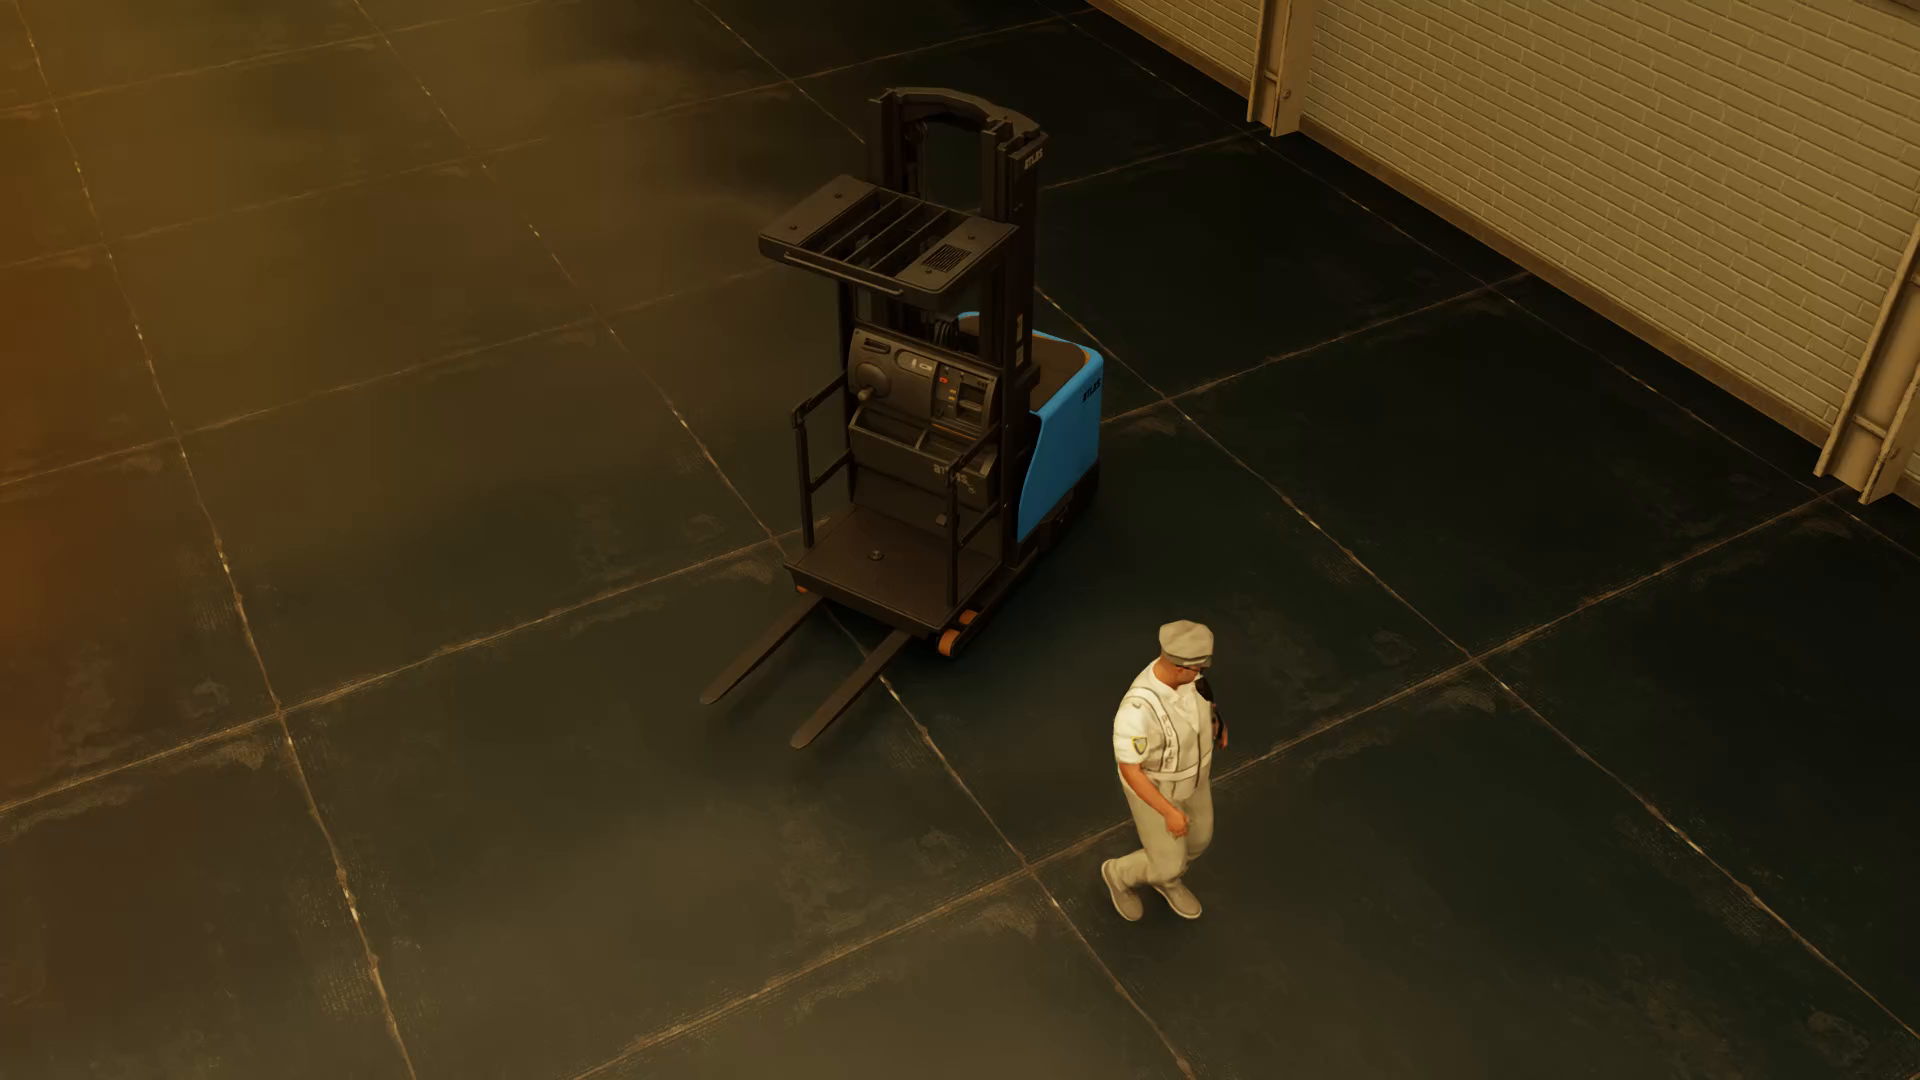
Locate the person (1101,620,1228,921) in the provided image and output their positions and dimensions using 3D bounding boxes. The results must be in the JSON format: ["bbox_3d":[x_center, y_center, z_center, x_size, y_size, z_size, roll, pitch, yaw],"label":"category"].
[{"bbox_3d":[1.012,1.085,7.699,0.779,1.727,0.492,-31,49,-32],"label":"person"}]

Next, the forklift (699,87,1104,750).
[{"bbox_3d":[-0.323,-0.797,8.997,1.130,2.935,3.031,22,44,24],"label":"forklift"}]
